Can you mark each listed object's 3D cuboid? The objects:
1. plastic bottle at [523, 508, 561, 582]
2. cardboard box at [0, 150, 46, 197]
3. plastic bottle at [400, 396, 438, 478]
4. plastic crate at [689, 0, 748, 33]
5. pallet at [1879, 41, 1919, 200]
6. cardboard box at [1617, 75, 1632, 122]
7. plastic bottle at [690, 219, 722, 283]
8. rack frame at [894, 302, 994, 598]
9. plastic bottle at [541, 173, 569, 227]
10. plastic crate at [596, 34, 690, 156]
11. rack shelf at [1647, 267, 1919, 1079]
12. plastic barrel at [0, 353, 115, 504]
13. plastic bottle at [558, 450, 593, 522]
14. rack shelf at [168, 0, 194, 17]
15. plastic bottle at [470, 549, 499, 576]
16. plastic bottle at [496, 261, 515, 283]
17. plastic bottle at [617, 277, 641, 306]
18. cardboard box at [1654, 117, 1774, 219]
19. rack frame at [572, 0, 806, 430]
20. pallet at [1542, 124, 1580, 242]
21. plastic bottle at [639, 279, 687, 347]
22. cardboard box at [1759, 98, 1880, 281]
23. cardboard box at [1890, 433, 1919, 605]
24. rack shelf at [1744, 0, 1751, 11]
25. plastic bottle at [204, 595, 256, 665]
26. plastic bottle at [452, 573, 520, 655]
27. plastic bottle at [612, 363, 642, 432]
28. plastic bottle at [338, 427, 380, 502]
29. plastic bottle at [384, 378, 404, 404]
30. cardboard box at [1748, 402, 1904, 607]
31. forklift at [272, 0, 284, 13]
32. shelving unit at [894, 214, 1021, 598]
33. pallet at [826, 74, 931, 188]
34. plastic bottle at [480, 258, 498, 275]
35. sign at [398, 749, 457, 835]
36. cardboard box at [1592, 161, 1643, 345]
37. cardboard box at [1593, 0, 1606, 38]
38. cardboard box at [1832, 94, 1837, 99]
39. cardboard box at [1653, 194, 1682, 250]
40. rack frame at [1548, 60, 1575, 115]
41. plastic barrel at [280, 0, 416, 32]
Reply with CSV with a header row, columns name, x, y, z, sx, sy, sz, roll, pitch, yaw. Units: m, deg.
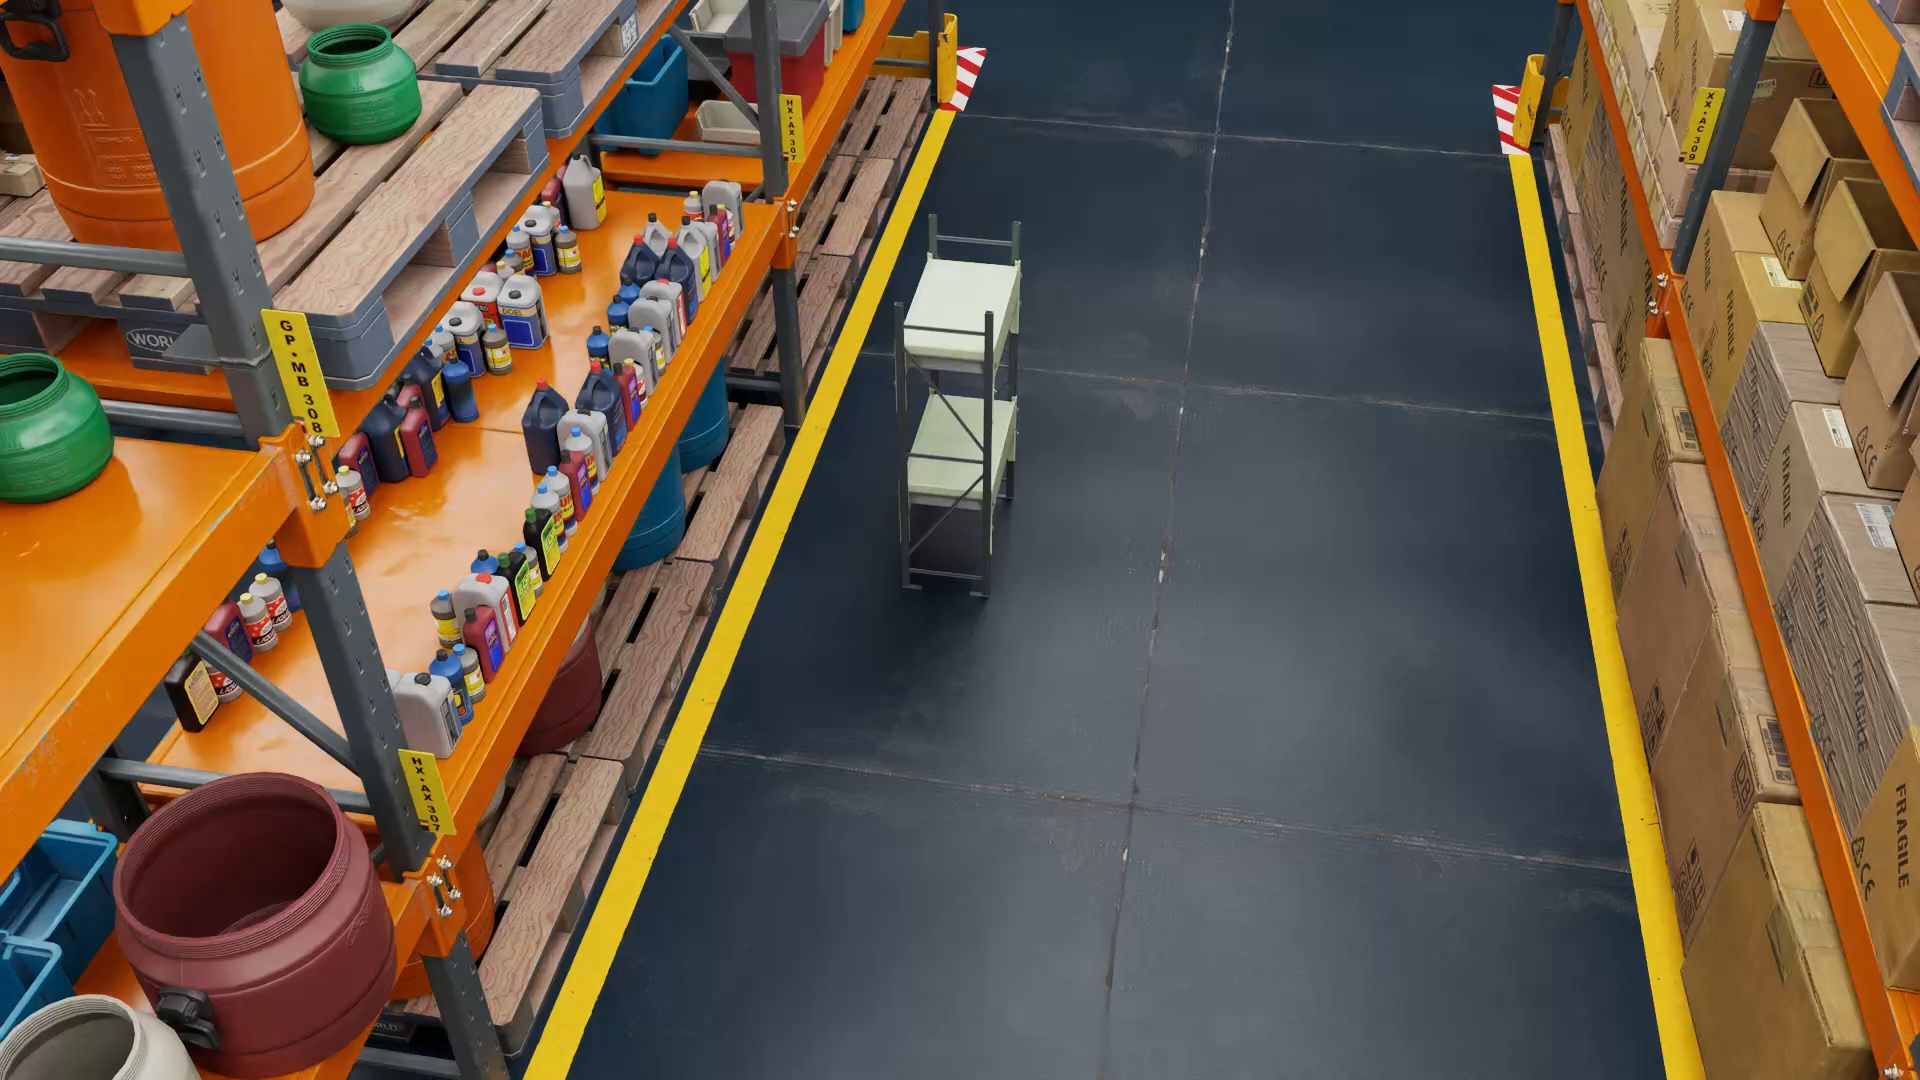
name,x,y,z,sx,sy,sz,roll,pitch,yaw
plastic bottle,-1.412,-0.009,5.595,0.061,0.283,0.133,6,40,8
cardboard box,-5.753,-2.223,10.060,0.380,0.166,0.250,6,40,8
plastic bottle,-1.971,-0.377,6.040,0.061,0.283,0.133,6,40,8
plastic crate,-1.295,-2.861,9.113,0.293,0.136,0.466,6,40,8
pallet,3.135,-0.953,4.439,1.003,0.211,1.213,8,40,10
cardboard box,3.530,-2.205,8.357,0.380,0.149,0.250,6,40,7
plastic bottle,-1.114,-1.254,7.107,0.152,0.276,0.135,6,40,8
rack frame,-0.064,-0.344,7.086,0.400,1.500,0.023,6,40,8
plastic bottle,-1.807,-1.502,7.401,0.061,0.283,0.133,6,40,8
plastic crate,-1.556,-2.161,8.072,0.392,0.384,0.575,6,40,8
rack shelf,3.231,0.265,5.737,1.077,0.370,4.000,6,40,8
plastic barrel,-1.985,-0.239,3.550,0.294,0.245,0.294,0,40,0
plastic bottle,-1.355,-0.215,5.844,0.061,0.283,0.133,6,40,8
rack shelf,-1.647,-2.439,4.614,1.077,0.370,4.000,6,40,8
plastic bottle,-1.533,0.143,5.420,0.097,0.271,0.097,0,40,0
plastic bottle,-1.900,-1.067,6.939,0.097,0.201,0.097,0,40,0
plastic bottle,-1.327,-0.938,6.728,0.097,0.271,0.097,0,40,0
cardboard box,3.395,-1.631,7.349,0.500,0.250,0.500,6,40,7
rack frame,-1.301,-1.814,7.687,1.000,3.000,0.127,6,40,8
pallet,4.208,-2.193,10.334,1.003,0.211,1.213,6,40,8
plastic bottle,-1.201,-0.937,6.724,0.152,0.276,0.135,6,40,8
cardboard box,3.475,-1.291,6.189,0.797,0.503,0.637,5,40,7
cardboard box,3.143,-0.048,4.685,0.797,0.503,0.637,7,40,9
rack shelf,3.924,-3.402,7.818,1.077,0.370,4.000,6,40,8
plastic bottle,-2.303,0.296,5.227,0.061,0.283,0.133,6,40,8
plastic bottle,-1.520,0.218,5.326,0.152,0.276,0.135,6,40,8
plastic bottle,-1.260,-0.560,6.262,0.061,0.283,0.133,6,40,8
plastic bottle,-2.145,-0.277,5.919,0.061,0.283,0.133,6,40,8
plastic bottle,-2.090,-0.476,6.161,0.061,0.283,0.133,6,40,8
cardboard box,2.994,-0.091,5.524,0.500,0.500,0.500,7,40,9
forklift,-3.308,-2.493,8.562,1.121,2.935,3.031,13,41,16
shelving unit,-0.001,-0.574,7.364,0.431,1.500,0.755,6,40,8
pallet,-0.789,-2.736,10.991,1.003,0.211,1.213,6,40,8
plastic bottle,-1.938,-1.028,6.828,0.061,0.283,0.133,6,40,8
sign,-1.450,0.690,4.530,0.100,0.325,0.005,6,40,8
cardboard box,3.926,-1.581,8.743,0.875,0.875,0.875,6,40,8
cardboard box,3.707,-2.850,9.137,0.380,0.149,0.250,6,40,7
cardboard box,3.912,-1.886,7.070,0.500,0.500,0.500,6,40,8
cardboard box,3.308,-1.398,7.381,0.380,0.149,0.250,7,40,8
rack frame,4.273,-3.778,10.062,0.949,2.616,0.053,6,40,8
plastic barrel,-1.835,-1.803,4.883,0.433,0.535,0.433,0,40,0
